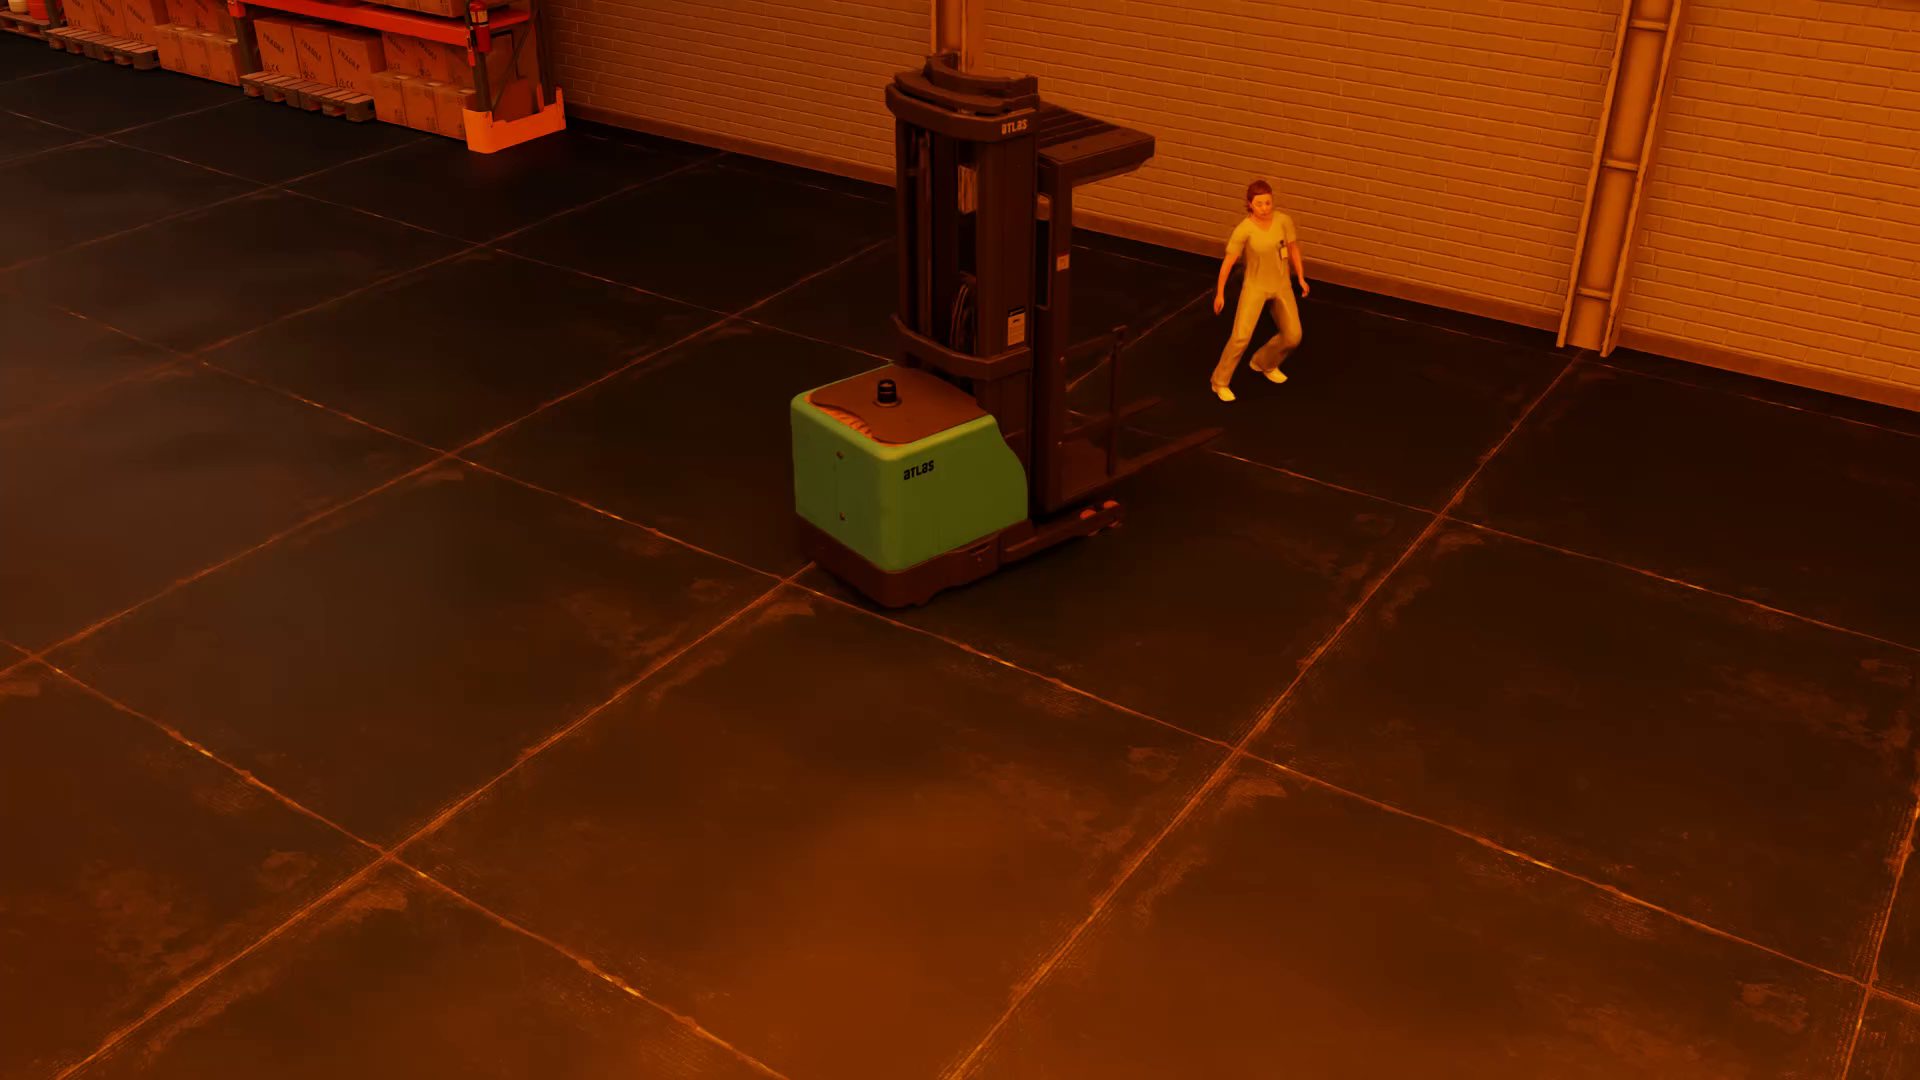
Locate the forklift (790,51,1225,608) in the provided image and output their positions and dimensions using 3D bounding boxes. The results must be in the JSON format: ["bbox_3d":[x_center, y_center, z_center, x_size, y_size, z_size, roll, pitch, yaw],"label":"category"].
[{"bbox_3d":[0.434,-1.475,10.121,3.031,2.935,1.130,-23,37,-33],"label":"forklift"}]

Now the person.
[{"bbox_3d":[2.150,-1.810,11.996,0.719,1.549,0.547,-5,31,-9],"label":"person"}]
